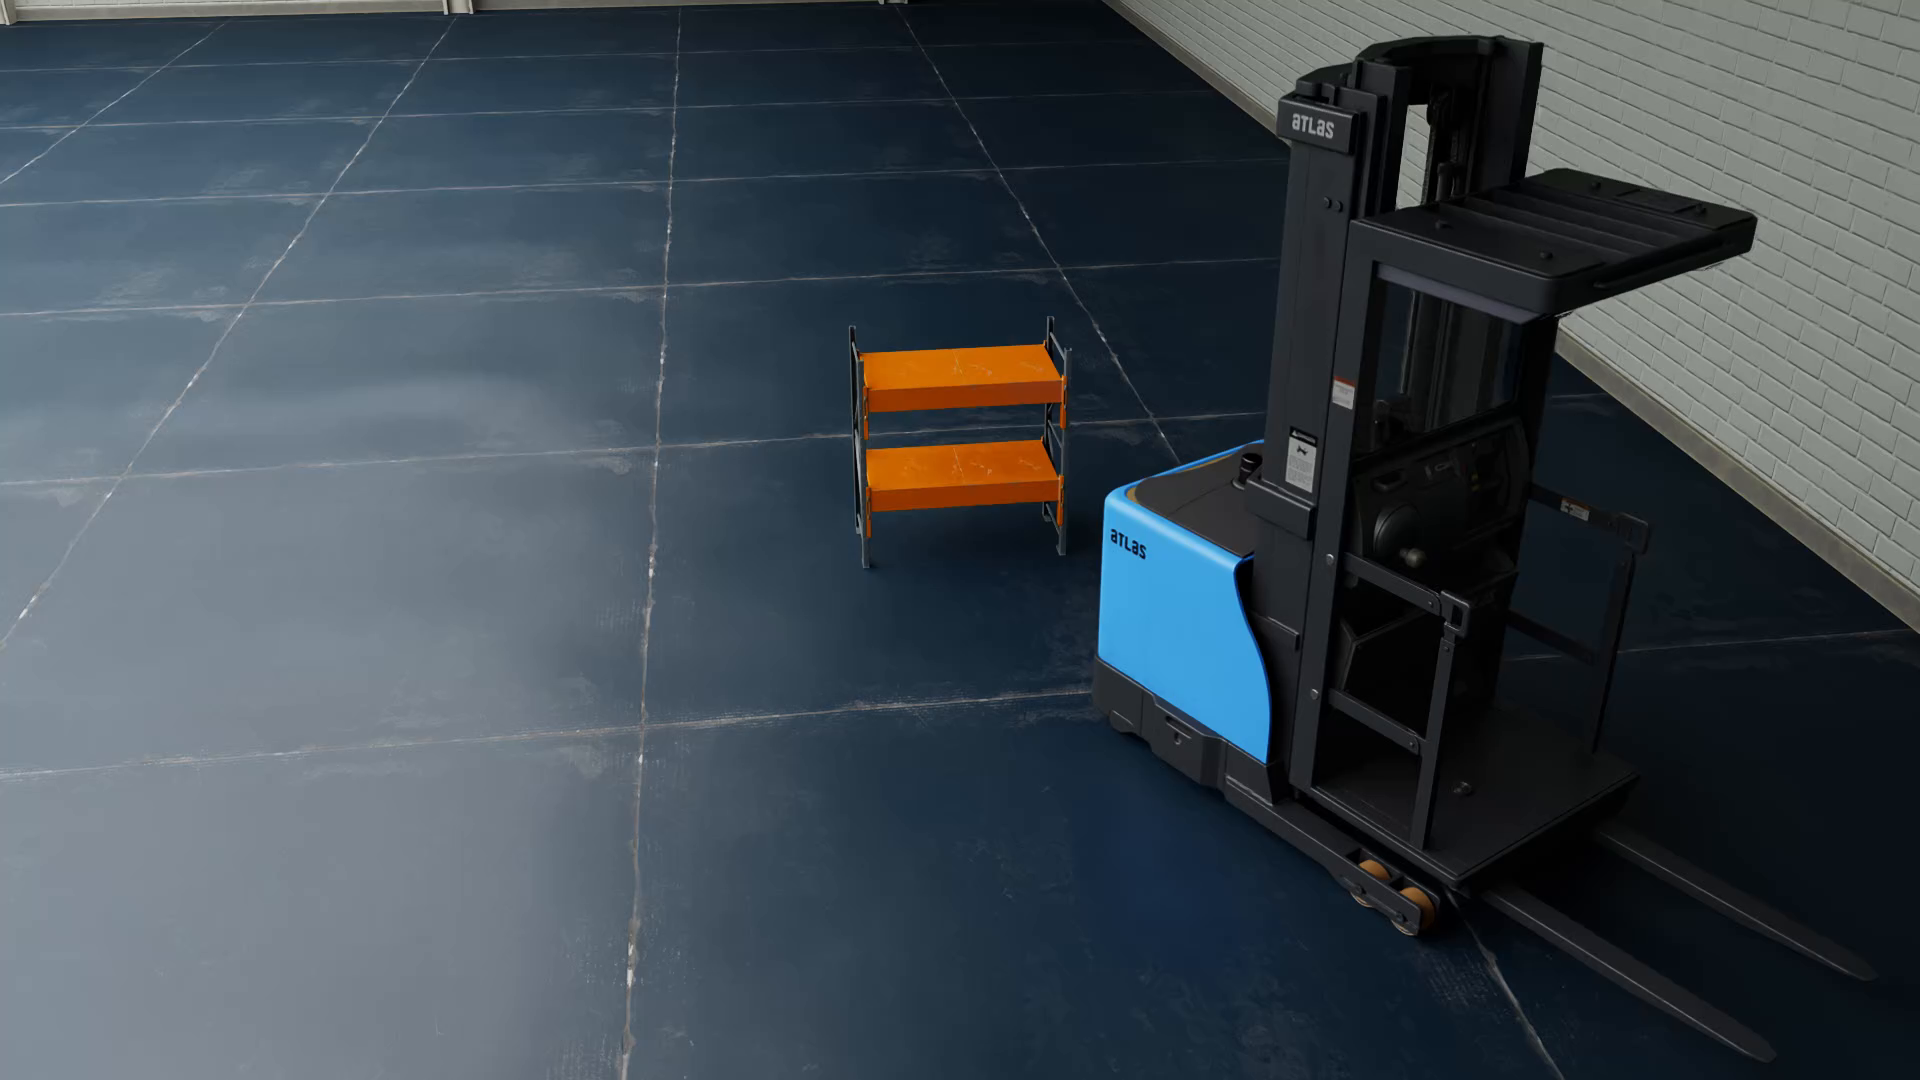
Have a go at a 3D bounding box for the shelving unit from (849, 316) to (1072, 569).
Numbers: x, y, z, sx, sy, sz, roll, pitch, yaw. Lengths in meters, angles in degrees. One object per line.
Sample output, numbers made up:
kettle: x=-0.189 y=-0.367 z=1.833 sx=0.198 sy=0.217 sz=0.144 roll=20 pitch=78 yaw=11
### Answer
shelving unit: x=-0.007 y=-0.500 z=8.492 sx=1.048 sy=1.125 sz=0.538 roll=-4 pitch=27 yaw=-7

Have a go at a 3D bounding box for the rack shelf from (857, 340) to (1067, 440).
rack shelf: x=-0.007 y=-0.760 z=8.359 sx=1.000 sy=0.278 sz=0.538 roll=-4 pitch=27 yaw=-7

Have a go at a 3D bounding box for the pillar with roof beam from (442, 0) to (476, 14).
pillar with roof beam: x=-6.296 y=-9.343 z=17.101 sx=0.400 sy=9.000 sz=9.100 roll=-4 pitch=27 yaw=-7

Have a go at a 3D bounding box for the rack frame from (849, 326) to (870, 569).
rack frame: x=-0.510 y=-0.468 z=8.429 sx=0.032 sy=1.125 sz=0.500 roll=-4 pitch=27 yaw=-7

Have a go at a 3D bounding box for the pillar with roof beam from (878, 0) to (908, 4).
pillar with roof beam: x=-0.354 y=-9.724 z=17.844 sx=0.400 sy=9.000 sz=9.100 roll=-4 pitch=27 yaw=-7

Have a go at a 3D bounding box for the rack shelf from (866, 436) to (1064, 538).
rack shelf: x=-0.007 y=-0.282 z=8.604 sx=1.000 sy=0.278 sz=0.538 roll=-4 pitch=27 yaw=-7

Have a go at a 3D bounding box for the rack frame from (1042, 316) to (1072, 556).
rack frame: x=0.497 y=-0.532 z=8.555 sx=0.032 sy=1.125 sz=0.500 roll=-4 pitch=27 yaw=-7

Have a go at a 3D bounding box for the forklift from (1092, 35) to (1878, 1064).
forklift: x=1.856 y=-0.139 z=5.810 sx=1.130 sy=2.935 sz=3.031 roll=-19 pitch=33 yaw=-32

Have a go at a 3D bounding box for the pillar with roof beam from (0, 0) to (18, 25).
pillar with roof beam: x=-12.237 y=-8.961 z=16.357 sx=0.400 sy=9.000 sz=9.100 roll=-4 pitch=27 yaw=-7
